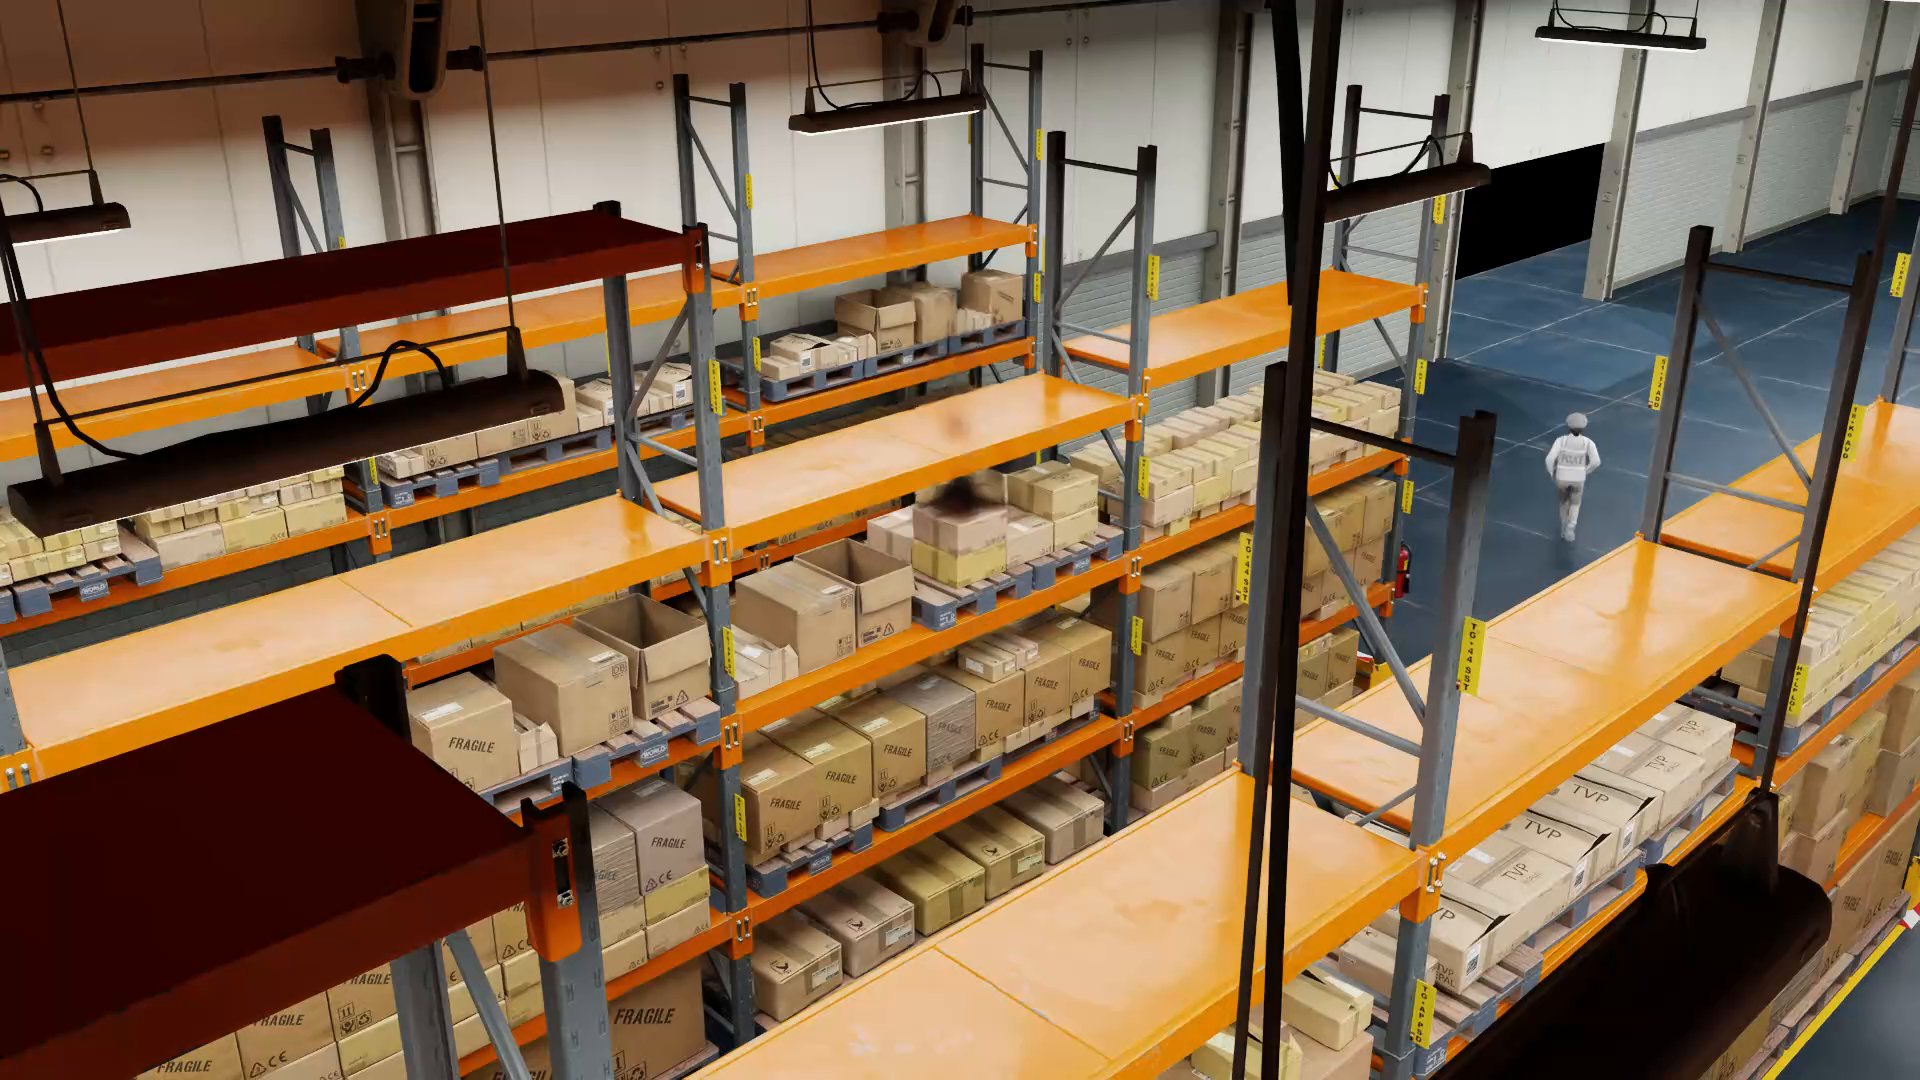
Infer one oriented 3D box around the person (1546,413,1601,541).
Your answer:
[{"bbox_3d":[7.504,-0.721,20.462,0.644,1.677,0.751,6,23,14],"label":"person"}]
